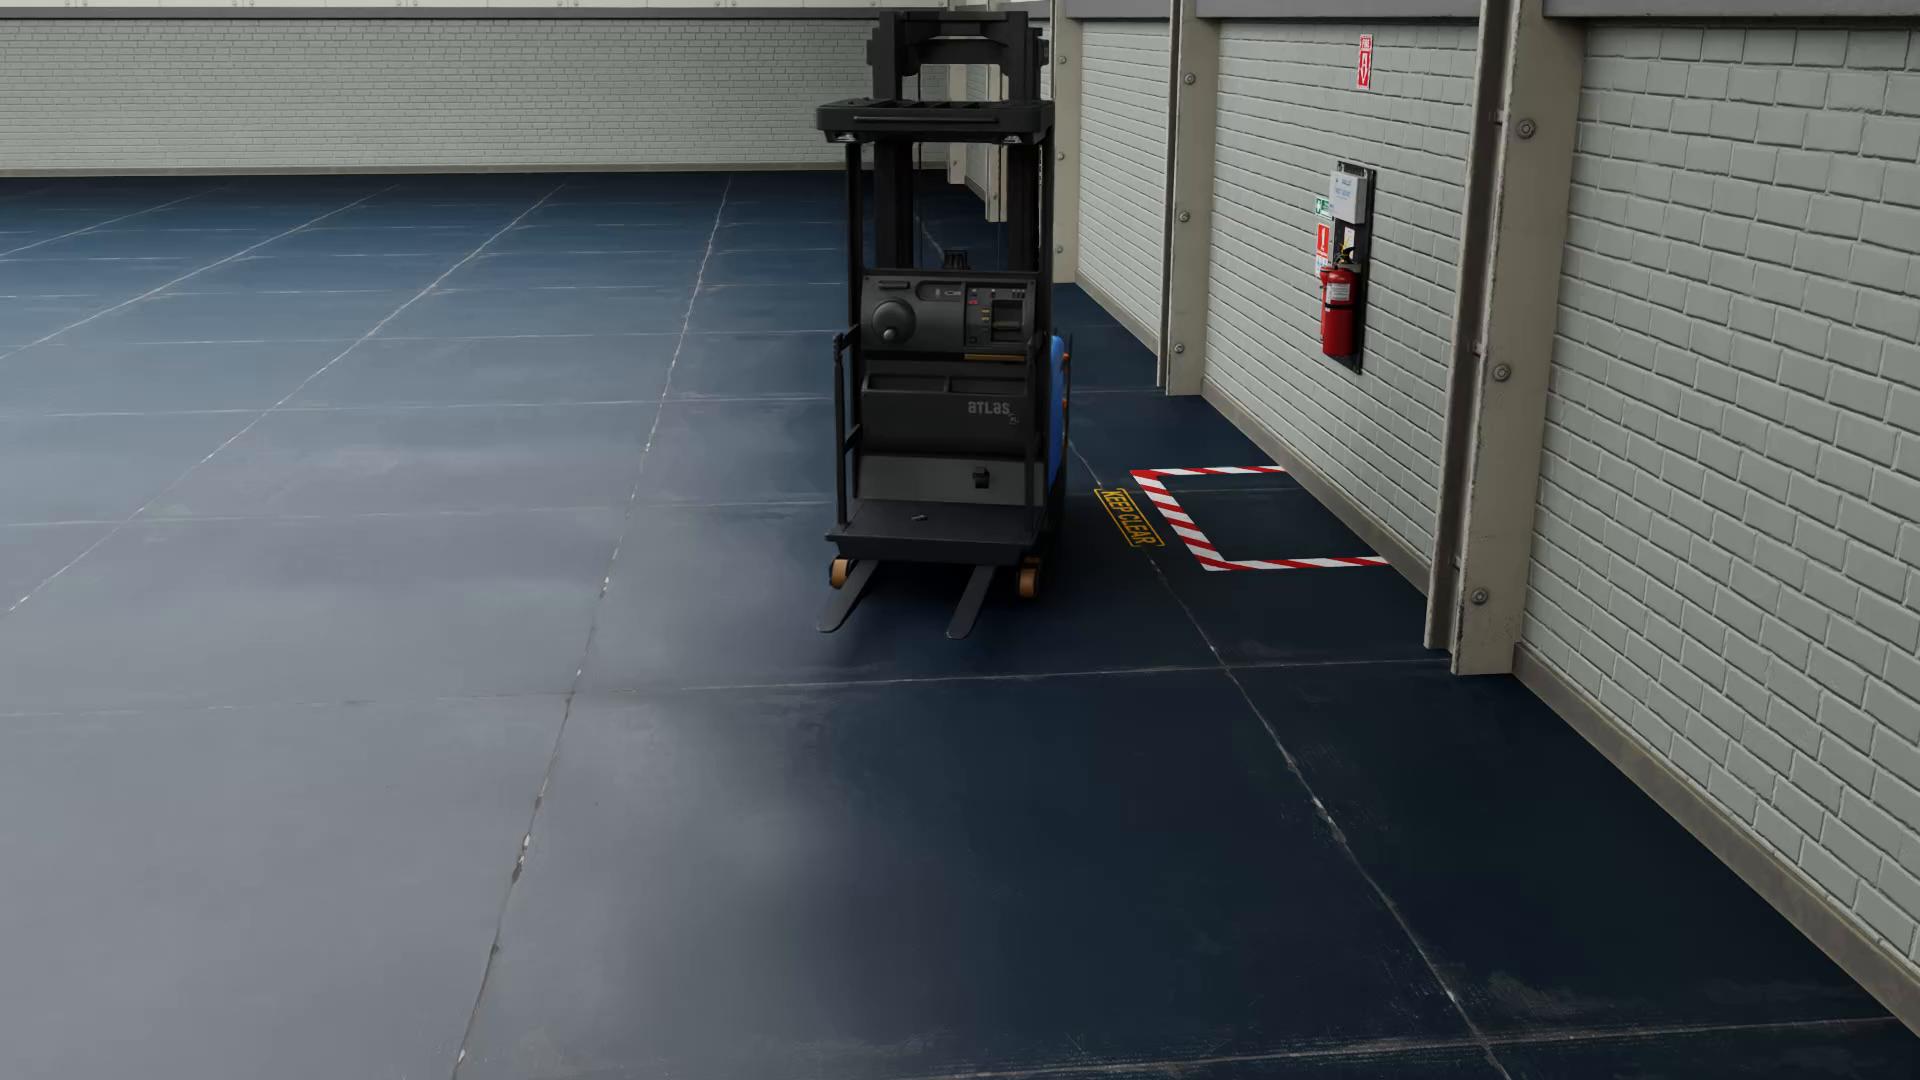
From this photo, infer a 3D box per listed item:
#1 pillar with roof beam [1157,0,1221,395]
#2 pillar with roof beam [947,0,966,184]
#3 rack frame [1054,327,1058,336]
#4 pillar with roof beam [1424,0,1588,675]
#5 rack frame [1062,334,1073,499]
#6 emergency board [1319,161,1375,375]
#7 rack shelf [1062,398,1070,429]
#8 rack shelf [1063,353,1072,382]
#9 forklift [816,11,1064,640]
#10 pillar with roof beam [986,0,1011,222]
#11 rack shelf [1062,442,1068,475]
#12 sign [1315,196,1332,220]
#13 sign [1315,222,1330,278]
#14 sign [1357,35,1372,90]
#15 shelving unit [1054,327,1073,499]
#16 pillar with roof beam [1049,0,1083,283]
[{"bbox_3d":[-2.481,-5.387,11.814,9.100,9.000,0.400,-2,18,-6],"label":"pillar with roof beam"},{"bbox_3d":[-4.337,-10.750,28.896,9.100,9.000,0.400,-2,18,-6],"label":"pillar with roof beam"},{"bbox_3d":[0.503,-0.826,10.546,0.200,1.050,0.008,-4,18,-18],"label":"rack frame"},{"bbox_3d":[-1.862,-3.600,6.120,9.100,9.000,0.400,-2,18,-6],"label":"pillar with roof beam"},{"bbox_3d":[0.583,-0.757,10.326,0.200,1.050,0.008,-4,18,-18],"label":"rack frame"},{"bbox_3d":[2.203,-1.608,9.791,0.194,1.169,0.643,-2,18,-6],"label":"emergency board"},{"bbox_3d":[0.543,-0.781,10.439,0.215,0.259,0.240,-4,18,-18],"label":"rack shelf"},{"bbox_3d":[0.549,-1.053,10.356,0.215,0.259,0.240,-4,18,-18],"label":"rack shelf"},{"bbox_3d":[-0.092,-1.202,8.614,1.130,2.935,3.031,3,18,8],"label":"forklift"},{"bbox_3d":[-3.718,-8.963,23.202,9.100,9.000,0.400,-2,18,-6],"label":"pillar with roof beam"},{"bbox_3d":[0.536,-0.516,10.520,0.215,0.259,0.240,-4,18,-18],"label":"rack shelf"},{"bbox_3d":[2.241,-2.044,10.236,0.001,0.109,0.331,-2,18,-6],"label":"sign"},{"bbox_3d":[2.249,-1.793,10.320,0.001,0.329,0.234,-2,18,-6],"label":"sign"},{"bbox_3d":[2.302,-2.719,9.461,0.001,0.298,0.199,-2,18,-6],"label":"sign"},{"bbox_3d":[0.543,-0.791,10.436,0.215,1.050,0.252,-4,18,-18],"label":"shelving unit"},{"bbox_3d":[-3.099,-7.175,17.508,9.100,9.000,0.400,-2,18,-6],"label":"pillar with roof beam"}]
